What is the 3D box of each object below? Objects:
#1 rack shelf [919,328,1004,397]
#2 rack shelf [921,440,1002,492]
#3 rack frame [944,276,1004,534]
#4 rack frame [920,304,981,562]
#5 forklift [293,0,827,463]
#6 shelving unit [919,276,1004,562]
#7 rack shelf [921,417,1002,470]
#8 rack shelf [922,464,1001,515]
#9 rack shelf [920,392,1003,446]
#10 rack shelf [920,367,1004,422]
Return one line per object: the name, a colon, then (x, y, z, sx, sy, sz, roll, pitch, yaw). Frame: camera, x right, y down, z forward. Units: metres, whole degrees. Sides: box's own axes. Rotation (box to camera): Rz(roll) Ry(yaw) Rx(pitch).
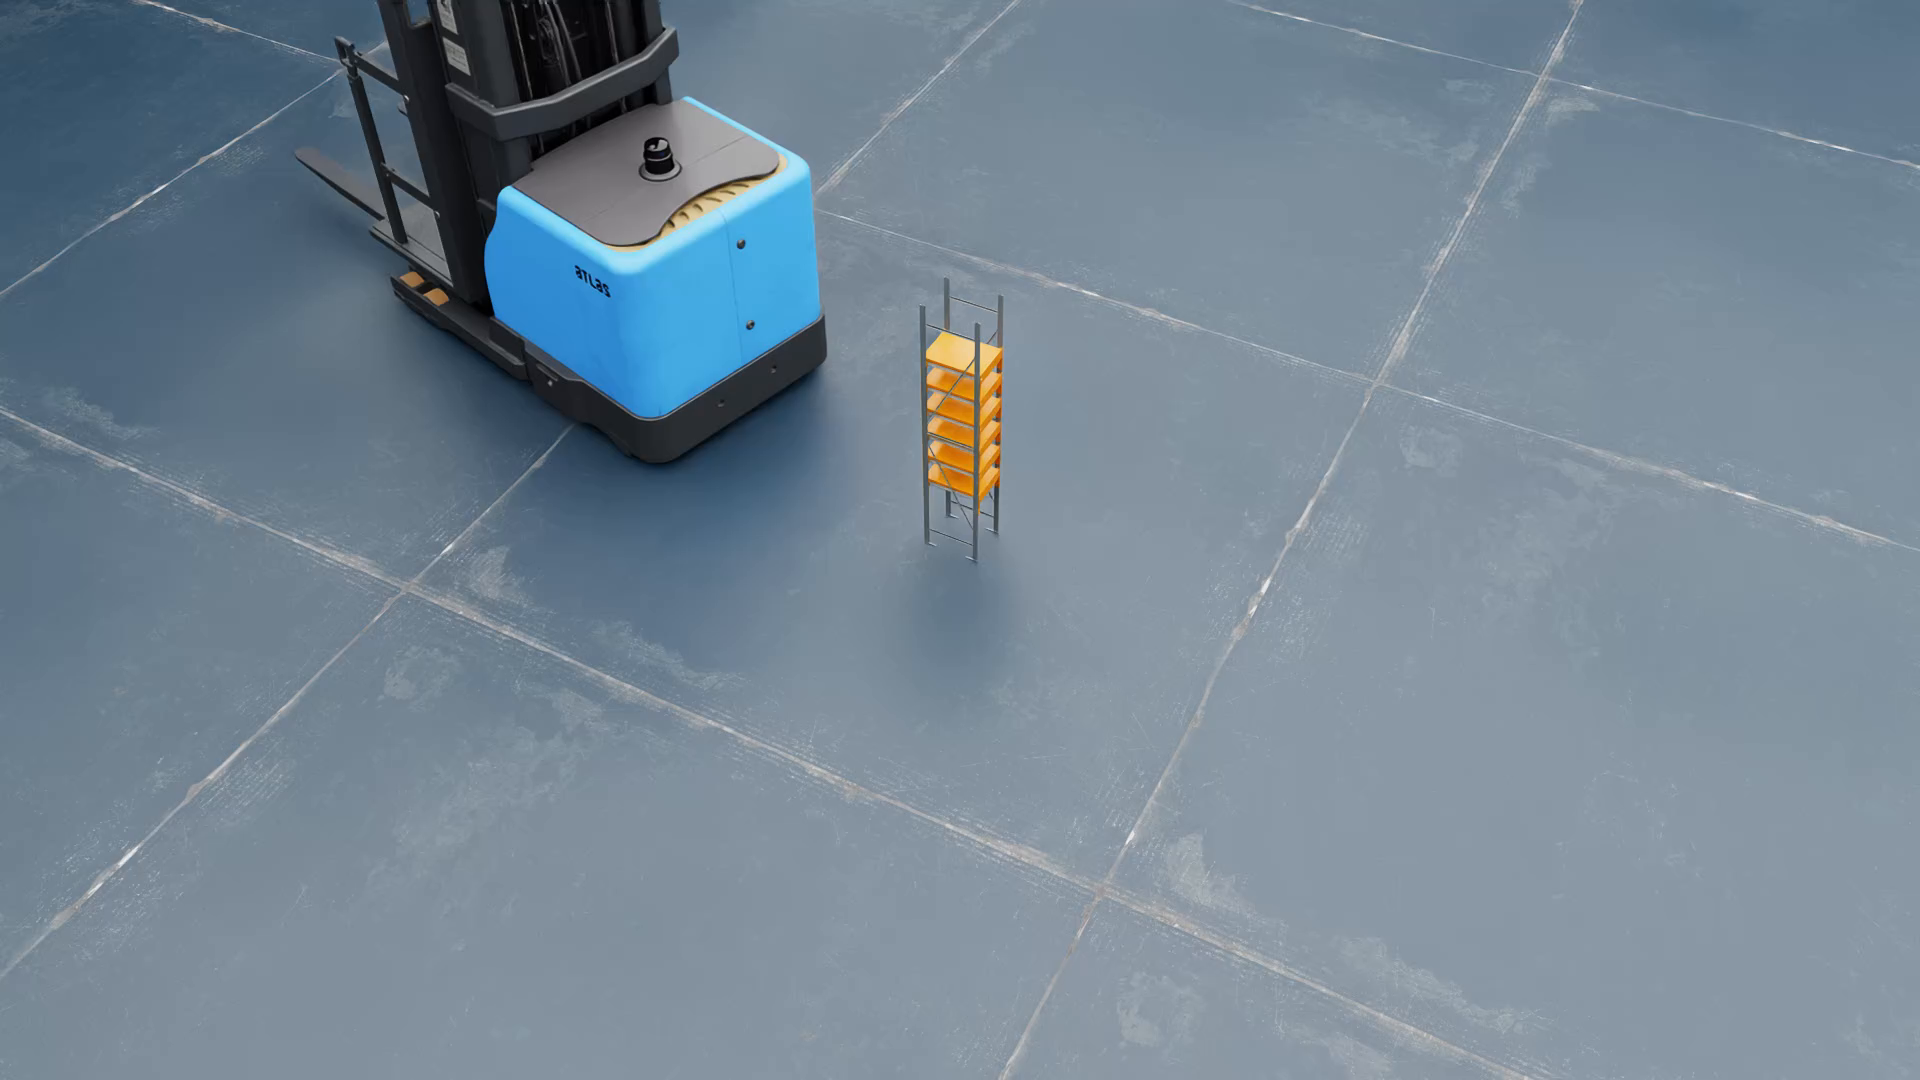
rack shelf: (0.007, -0.653, 6.108, 0.258, 0.103, 0.180, 20, 49, 19)
rack shelf: (0.007, -0.315, 6.449, 0.258, 0.103, 0.180, 20, 49, 19)
rack frame: (0.049, -0.489, 6.389, 0.240, 1.200, 0.006, 20, 49, 19)
rack frame: (-0.036, -0.373, 6.275, 0.240, 1.200, 0.006, 20, 49, 19)
forklift: (-2.020, -2.275, 6.937, 3.031, 2.935, 1.130, 33, 54, 28)
shelving unit: (0.007, -0.431, 6.332, 0.258, 1.200, 0.189, 20, 49, 19)
rack shelf: (0.007, -0.400, 6.364, 0.258, 0.103, 0.180, 20, 49, 19)
rack shelf: (0.007, -0.231, 6.535, 0.258, 0.103, 0.180, 20, 49, 19)
rack shelf: (0.007, -0.484, 6.279, 0.258, 0.103, 0.180, 20, 49, 19)
rack shelf: (0.007, -0.568, 6.193, 0.258, 0.103, 0.180, 20, 49, 19)
